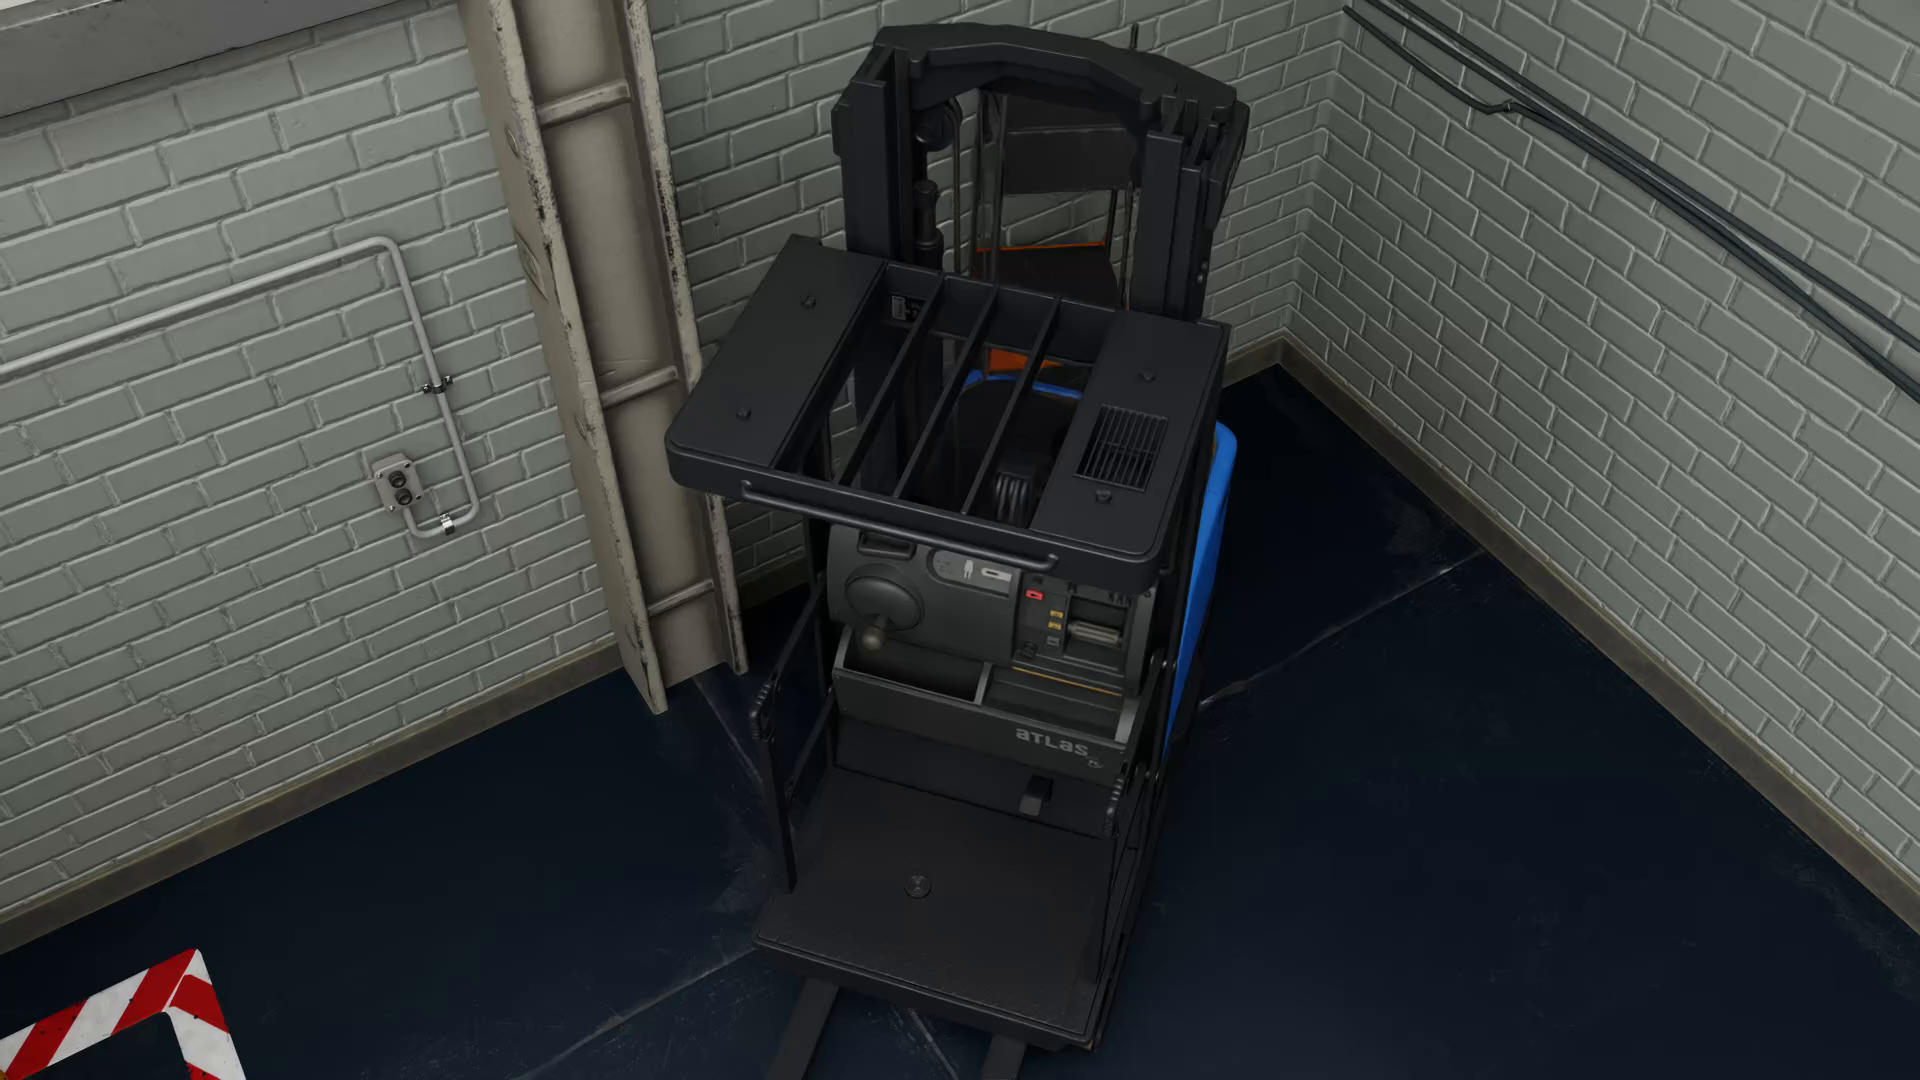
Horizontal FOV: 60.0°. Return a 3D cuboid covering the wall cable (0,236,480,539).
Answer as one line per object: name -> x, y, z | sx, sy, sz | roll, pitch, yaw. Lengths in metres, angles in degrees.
wall cable -> -2.280, -0.351, 4.319 | 1.851, 1.984, 0.084 | -25, 53, -21

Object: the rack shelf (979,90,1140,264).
rack shelf -> 0.332, -1.242, 5.404 | 0.480, 0.518, 0.431 | -4, 45, -8

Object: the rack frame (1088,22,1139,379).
rack frame -> 0.544, -0.771, 5.917 | 0.015, 2.100, 0.400 | -4, 45, -8

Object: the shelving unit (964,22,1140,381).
shelving unit -> 0.303, -0.752, 5.884 | 0.503, 2.100, 0.431 | -4, 45, -8

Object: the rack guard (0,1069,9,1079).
rack guard -> -2.838, 1.916, 4.654 | 0.348, 0.500, 1.175 | -25, 53, -21

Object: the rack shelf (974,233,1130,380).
rack shelf -> 0.302, -0.743, 5.894 | 0.480, 0.518, 0.431 | -4, 45, -8

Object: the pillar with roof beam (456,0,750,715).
pillar with roof beam -> 1.260, 0.196, 0.495 | 0.400, 9.000, 9.100 | -25, 53, -21

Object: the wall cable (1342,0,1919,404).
wall cable -> 2.116, -1.896, 4.437 | 0.112, 2.526, 3.097 | -25, 53, -21

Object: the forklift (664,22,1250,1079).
forklift -> 0.012, 0.282, 4.481 | 1.130, 2.935, 3.031 | 14, 50, 12

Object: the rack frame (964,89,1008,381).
rack frame -> 0.062, -0.734, 5.851 | 0.015, 2.100, 0.400 | -4, 45, -8
